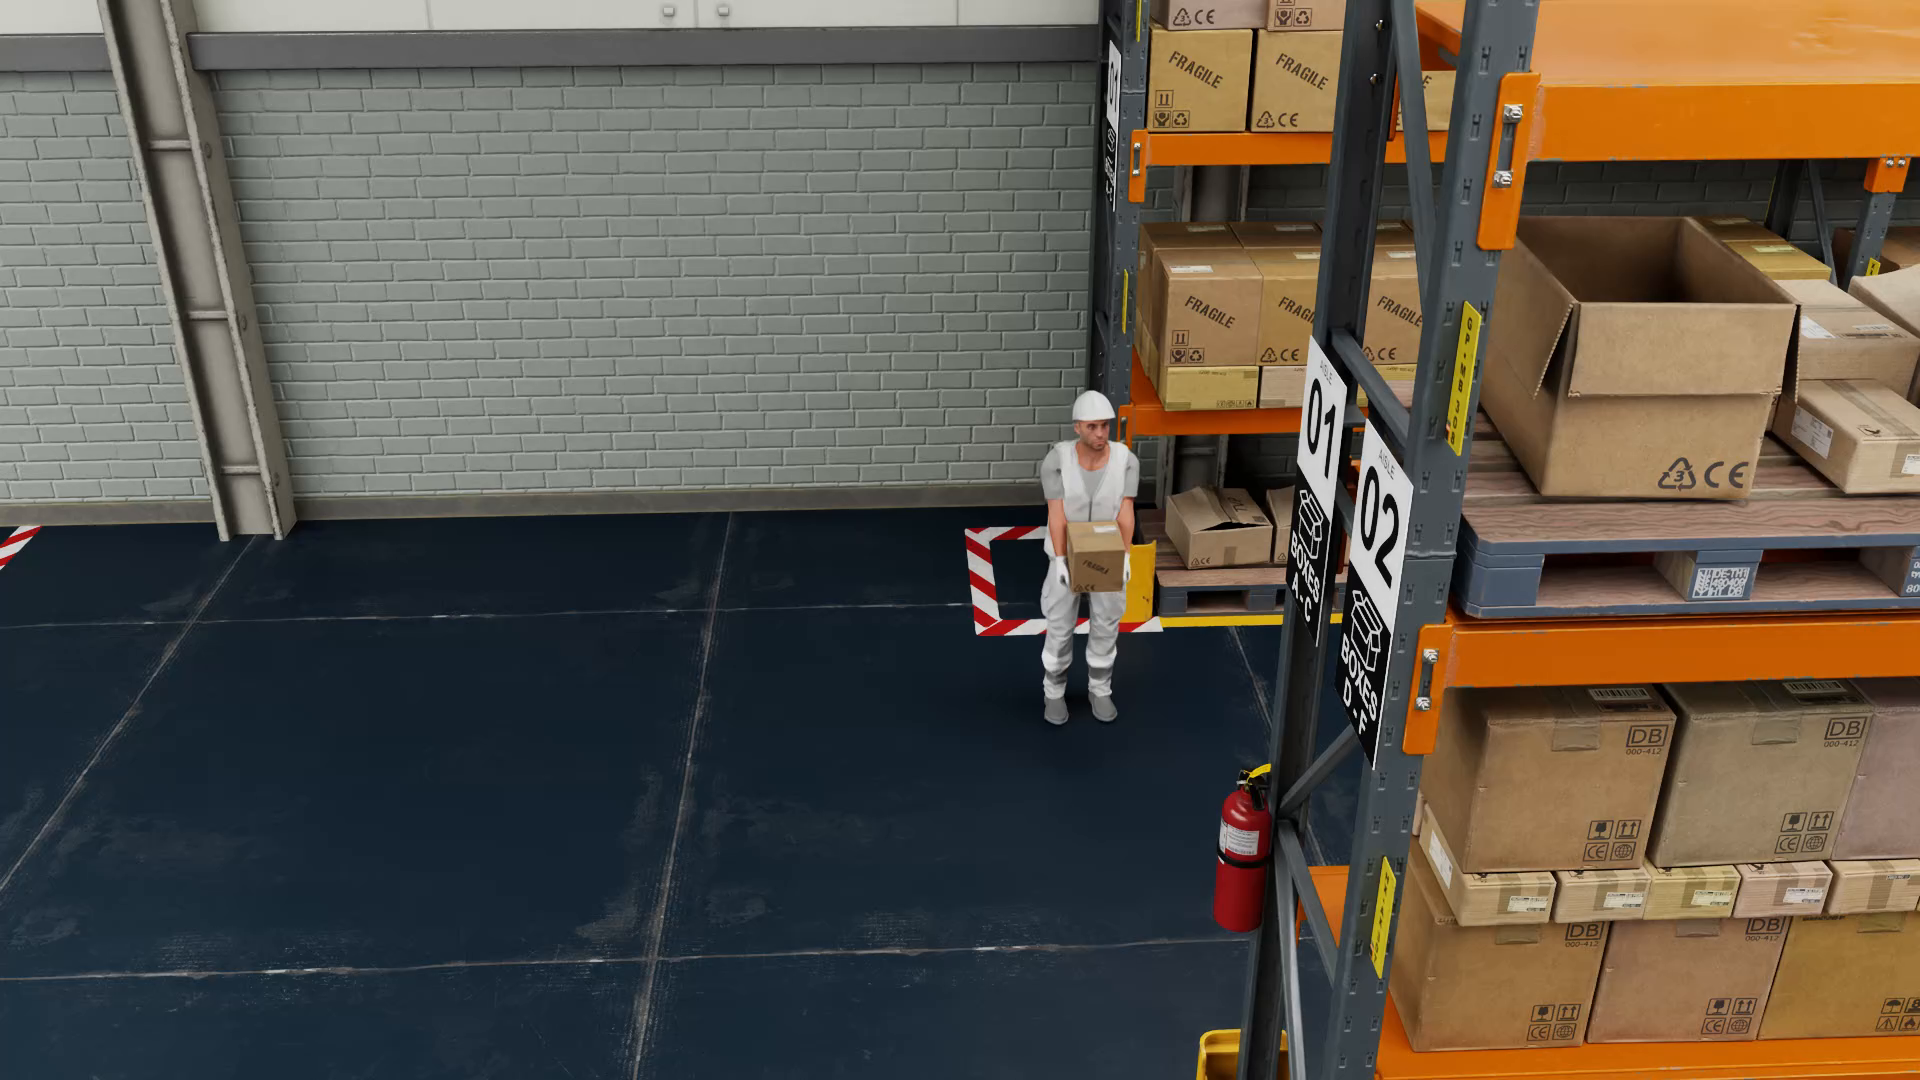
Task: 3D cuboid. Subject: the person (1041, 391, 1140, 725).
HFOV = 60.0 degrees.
[{"bbox_3d":[0.653,0.138,8.327,0.495,1.786,0.549,-2,27,-4],"label":"person"}]
